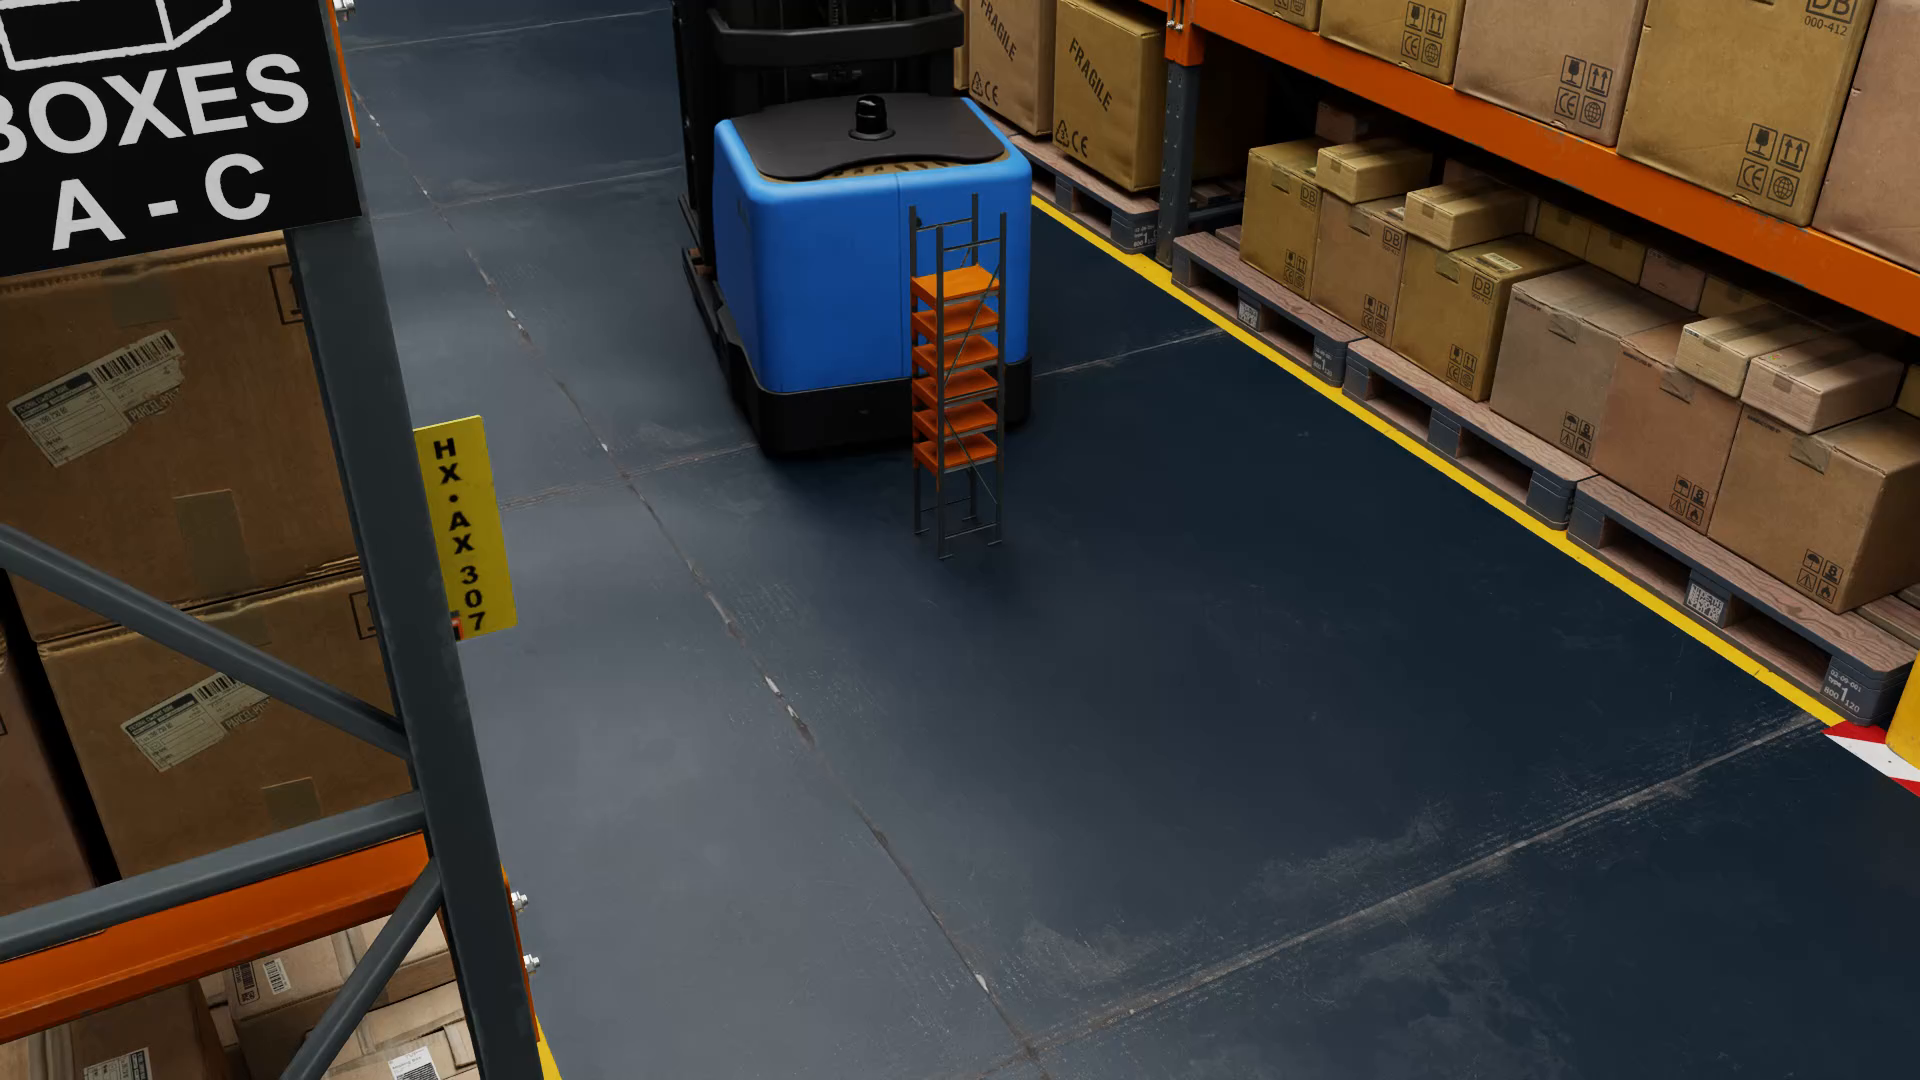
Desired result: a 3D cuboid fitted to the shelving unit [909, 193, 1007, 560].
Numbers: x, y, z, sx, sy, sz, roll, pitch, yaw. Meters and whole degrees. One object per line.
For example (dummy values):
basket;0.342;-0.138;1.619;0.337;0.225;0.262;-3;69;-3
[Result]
shelving unit;-0.007;-0.512;5.437;0.258;1.200;0.189;-16;36;-23

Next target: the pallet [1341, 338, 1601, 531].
pallet;2.241;-0.525;6.374;1.003;0.211;1.213;-16;36;-23

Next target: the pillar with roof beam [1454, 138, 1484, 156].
pillar with roof beam;-1.334;-3.991;3.638;9.100;9.000;0.400;-16;36;-23

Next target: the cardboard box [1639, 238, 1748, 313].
cardboard box;2.596;-0.935;5.755;0.380;0.149;0.250;-15;36;-22

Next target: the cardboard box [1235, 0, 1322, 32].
cardboard box;1.621;-2.528;6.637;0.980;0.700;0.700;-15;36;-22

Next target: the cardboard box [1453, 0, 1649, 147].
cardboard box;2.305;-1.833;5.553;0.980;0.700;0.700;-18;37;-25

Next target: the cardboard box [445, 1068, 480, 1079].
cardboard box;-1.024;1.221;3.298;0.380;0.149;0.250;-16;36;-23

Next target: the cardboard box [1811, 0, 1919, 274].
cardboard box;3.001;-1.123;4.444;0.980;0.700;0.700;-14;35;-21

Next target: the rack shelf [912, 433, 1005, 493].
rack shelf;-0.007;-0.273;5.591;0.258;0.103;0.180;-16;36;-23

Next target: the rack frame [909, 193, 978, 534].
rack frame;-0.049;-0.556;5.505;0.240;1.200;0.006;-16;36;-23

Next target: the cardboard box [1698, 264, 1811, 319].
cardboard box;2.715;-0.814;5.566;0.380;0.149;0.250;-16;36;-23

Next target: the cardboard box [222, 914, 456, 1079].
cardboard box;-1.368;0.895;3.713;0.500;0.250;0.500;-16;36;-23

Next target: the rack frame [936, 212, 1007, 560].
rack frame;0.036;-0.468;5.369;0.240;1.200;0.006;-16;36;-23

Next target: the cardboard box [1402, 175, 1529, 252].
cardboard box;1.883;-1.221;6.202;0.380;0.149;0.250;-17;36;-24

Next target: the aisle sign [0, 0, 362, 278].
aisle sign;-0.841;-0.644;1.564;0.394;0.787;0.004;-16;36;-23

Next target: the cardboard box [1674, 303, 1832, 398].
cardboard box;2.492;-0.599;5.231;0.380;0.149;0.250;-15;36;-22

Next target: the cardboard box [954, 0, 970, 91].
cardboard box;0.148;-3.042;9.320;0.750;0.750;0.750;-16;36;-23

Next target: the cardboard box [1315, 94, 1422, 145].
cardboard box;1.749;-1.798;7.103;0.380;0.149;0.250;-16;36;-23

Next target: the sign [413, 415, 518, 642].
sign;-0.653;-0.009;2.181;0.100;0.325;0.005;-16;36;-23

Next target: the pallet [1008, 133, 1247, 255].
pallet;0.957;-1.840;8.426;1.003;0.211;1.213;-16;36;-23

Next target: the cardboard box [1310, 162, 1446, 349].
cardboard box;1.872;-1.166;6.717;0.700;0.500;0.500;-16;36;-24

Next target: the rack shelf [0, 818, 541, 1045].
rack shelf;-2.065;-0.159;3.885;1.077;0.370;4.000;-16;36;-23

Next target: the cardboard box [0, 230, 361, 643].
cardboard box;-1.106;-0.249;2.339;0.500;0.500;0.500;-15;35;-22

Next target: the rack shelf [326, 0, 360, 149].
rack shelf;-2.065;-1.422;3.076;1.077;0.370;4.000;-16;36;-23

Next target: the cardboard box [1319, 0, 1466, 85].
cardboard box;1.957;-2.178;6.091;0.980;0.700;0.700;-17;36;-24

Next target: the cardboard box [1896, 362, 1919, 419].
cardboard box;3.068;-0.453;5.002;0.380;0.149;0.250;-16;36;-23

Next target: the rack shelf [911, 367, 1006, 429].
rack shelf;-0.007;-0.475;5.461;0.258;0.103;0.180;-16;36;-23

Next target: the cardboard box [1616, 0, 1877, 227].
cardboard box;2.652;-1.467;4.981;0.980;0.700;0.700;-16;36;-23

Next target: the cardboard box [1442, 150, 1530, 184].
cardboard box;2.120;-1.422;6.515;0.380;0.149;0.250;-17;36;-25

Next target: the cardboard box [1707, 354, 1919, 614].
cardboard box;2.833;-0.189;5.192;0.700;0.500;0.500;-16;36;-23

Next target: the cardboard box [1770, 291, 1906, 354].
cardboard box;2.831;-0.694;5.379;0.380;0.149;0.250;-16;36;-23

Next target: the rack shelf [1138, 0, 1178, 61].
rack shelf;0.450;-3.316;8.812;1.077;0.370;4.000;-16;36;-23

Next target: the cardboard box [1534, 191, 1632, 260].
cardboard box;2.358;-1.178;6.135;0.380;0.149;0.250;-17;36;-24

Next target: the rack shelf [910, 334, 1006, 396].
rack shelf;-0.007;-0.576;5.396;0.258;0.103;0.180;-16;36;-23

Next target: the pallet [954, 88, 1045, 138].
pallet;0.384;-2.423;9.336;1.003;0.211;1.213;-16;36;-23

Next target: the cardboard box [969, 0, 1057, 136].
cardboard box;0.548;-2.637;8.689;0.750;0.750;0.750;-15;35;-22

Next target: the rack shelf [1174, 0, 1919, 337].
rack shelf;2.315;-1.407;5.833;1.077;0.370;4.000;-16;36;-23

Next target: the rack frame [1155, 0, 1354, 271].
rack frame;1.383;-2.665;7.128;1.000;3.000;0.127;-16;36;-23

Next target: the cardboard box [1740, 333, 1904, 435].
cardboard box;2.612;-0.477;5.041;0.380;0.149;0.250;-16;36;-24

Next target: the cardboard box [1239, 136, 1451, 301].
cardboard box;1.641;-1.406;7.092;0.700;0.500;0.500;-15;36;-23

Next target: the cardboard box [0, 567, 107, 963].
cardboard box;-1.582;0.305;2.401;0.500;0.500;0.500;-15;35;-22

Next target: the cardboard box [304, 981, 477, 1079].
cardboard box;-1.140;1.094;3.480;0.380;0.166;0.250;-16;36;-23

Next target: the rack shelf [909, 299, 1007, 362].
rack shelf;-0.007;-0.677;5.332;0.258;0.103;0.180;-16;36;-23

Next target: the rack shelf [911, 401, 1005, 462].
rack shelf;-0.007;-0.374;5.526;0.258;0.103;0.180;-16;36;-23

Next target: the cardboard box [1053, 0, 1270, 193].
cardboard box;0.965;-2.214;8.028;0.750;0.750;0.750;-15;36;-23

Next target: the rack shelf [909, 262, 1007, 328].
rack shelf;-0.007;-0.778;5.267;0.258;0.103;0.180;-16;36;-23

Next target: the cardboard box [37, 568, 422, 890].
cardboard box;-1.106;0.172;2.608;0.500;0.500;0.500;-15;36;-22

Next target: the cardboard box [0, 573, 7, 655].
cardboard box;-1.583;-0.114;2.128;0.500;0.500;0.500;-16;36;-24

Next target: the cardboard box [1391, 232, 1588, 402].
cardboard box;2.110;-0.920;6.333;0.700;0.500;0.500;-15;36;-22

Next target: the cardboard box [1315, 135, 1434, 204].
cardboard box;1.639;-1.470;6.590;0.380;0.149;0.250;-15;35;-22

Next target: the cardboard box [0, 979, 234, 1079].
cardboard box;-1.604;1.162;3.065;0.500;0.500;0.500;-16;36;-23

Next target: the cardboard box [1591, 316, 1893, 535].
cardboard box;2.600;-0.428;5.565;0.700;0.500;0.500;-16;36;-23

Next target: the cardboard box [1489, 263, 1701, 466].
cardboard box;2.365;-0.667;5.939;0.700;0.500;0.500;-17;36;-25

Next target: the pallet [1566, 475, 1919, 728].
pallet;2.806;0.057;5.466;1.003;0.211;1.213;-16;36;-23

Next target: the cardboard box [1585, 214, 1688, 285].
cardboard box;2.476;-1.057;5.946;0.380;0.149;0.250;-15;36;-23

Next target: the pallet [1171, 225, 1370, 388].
pallet;1.668;-1.108;7.283;1.003;0.211;1.213;-16;36;-23

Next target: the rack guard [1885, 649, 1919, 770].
rack guard;3.259;0.308;4.805;1.175;0.500;0.348;-16;36;-23

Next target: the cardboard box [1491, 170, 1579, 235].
cardboard box;2.237;-1.301;6.327;0.380;0.149;0.250;-15;36;-23

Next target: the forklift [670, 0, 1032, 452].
forklift;-0.631;-2.346;6.695;1.130;2.935;3.031;-9;34;-14

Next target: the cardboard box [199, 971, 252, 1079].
cardboard box;-1.713;1.086;3.492;0.380;0.166;0.250;-16;36;-23
